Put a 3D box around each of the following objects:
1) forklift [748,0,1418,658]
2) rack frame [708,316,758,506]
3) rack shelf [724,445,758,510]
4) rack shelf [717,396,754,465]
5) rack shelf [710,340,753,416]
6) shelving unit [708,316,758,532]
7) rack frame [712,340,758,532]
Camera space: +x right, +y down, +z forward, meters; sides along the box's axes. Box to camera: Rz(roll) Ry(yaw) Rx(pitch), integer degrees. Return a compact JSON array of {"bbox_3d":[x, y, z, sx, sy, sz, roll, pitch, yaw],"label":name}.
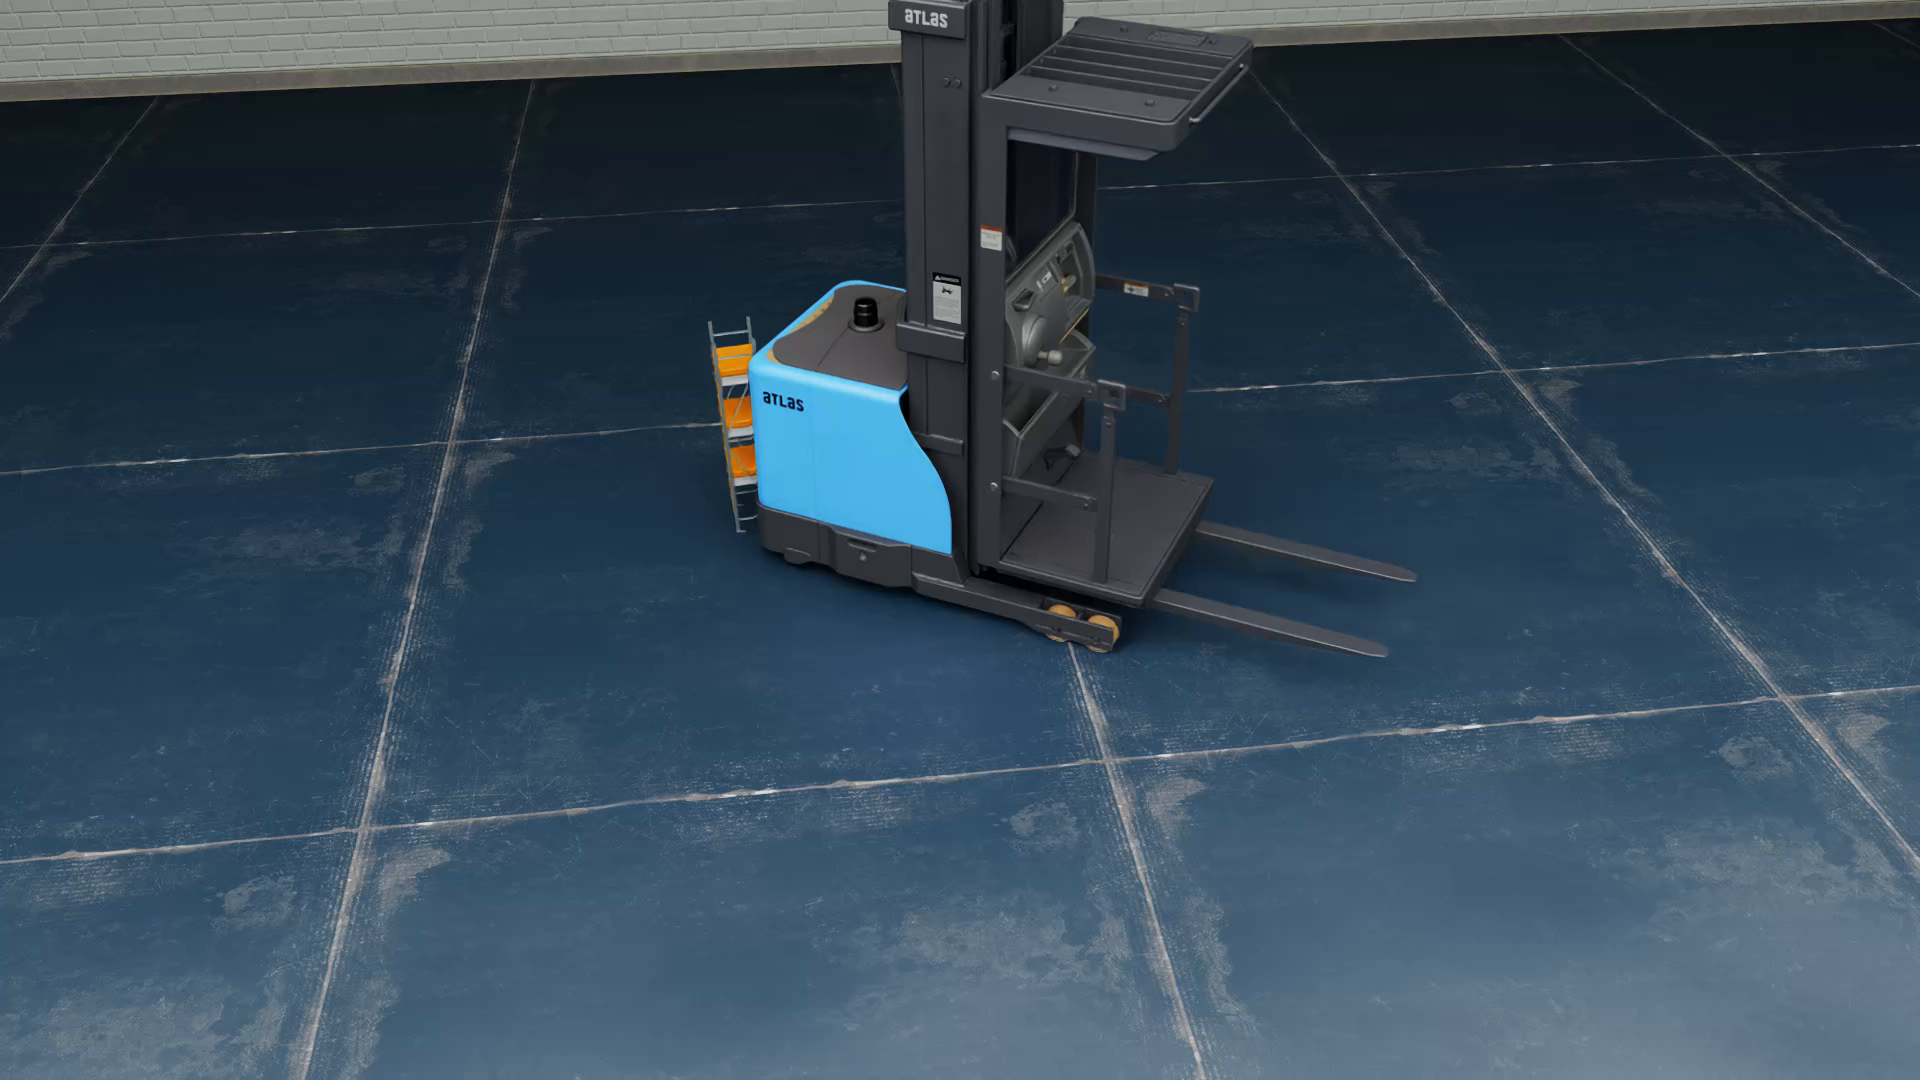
[{"bbox_3d":[0.580,-1.045,7.181,3.031,2.935,1.130,14,37,20],"label":"forklift"},{"bbox_3d":[-1.084,-0.620,8.221,0.200,1.050,0.008,-8,35,-9],"label":"rack frame"},{"bbox_3d":[-1.050,-0.315,8.286,0.215,0.259,0.240,-8,35,-9],"label":"rack shelf"},{"bbox_3d":[-1.059,-0.544,8.128,0.215,0.259,0.240,-8,35,-9],"label":"rack shelf"},{"bbox_3d":[-1.068,-0.777,7.967,0.215,0.259,0.240,-8,35,-9],"label":"rack shelf"},{"bbox_3d":[-1.059,-0.553,8.122,0.215,1.050,0.252,-8,35,-9],"label":"shelving unit"},{"bbox_3d":[-1.034,-0.486,8.023,0.200,1.050,0.008,-8,35,-9],"label":"rack frame"}]
